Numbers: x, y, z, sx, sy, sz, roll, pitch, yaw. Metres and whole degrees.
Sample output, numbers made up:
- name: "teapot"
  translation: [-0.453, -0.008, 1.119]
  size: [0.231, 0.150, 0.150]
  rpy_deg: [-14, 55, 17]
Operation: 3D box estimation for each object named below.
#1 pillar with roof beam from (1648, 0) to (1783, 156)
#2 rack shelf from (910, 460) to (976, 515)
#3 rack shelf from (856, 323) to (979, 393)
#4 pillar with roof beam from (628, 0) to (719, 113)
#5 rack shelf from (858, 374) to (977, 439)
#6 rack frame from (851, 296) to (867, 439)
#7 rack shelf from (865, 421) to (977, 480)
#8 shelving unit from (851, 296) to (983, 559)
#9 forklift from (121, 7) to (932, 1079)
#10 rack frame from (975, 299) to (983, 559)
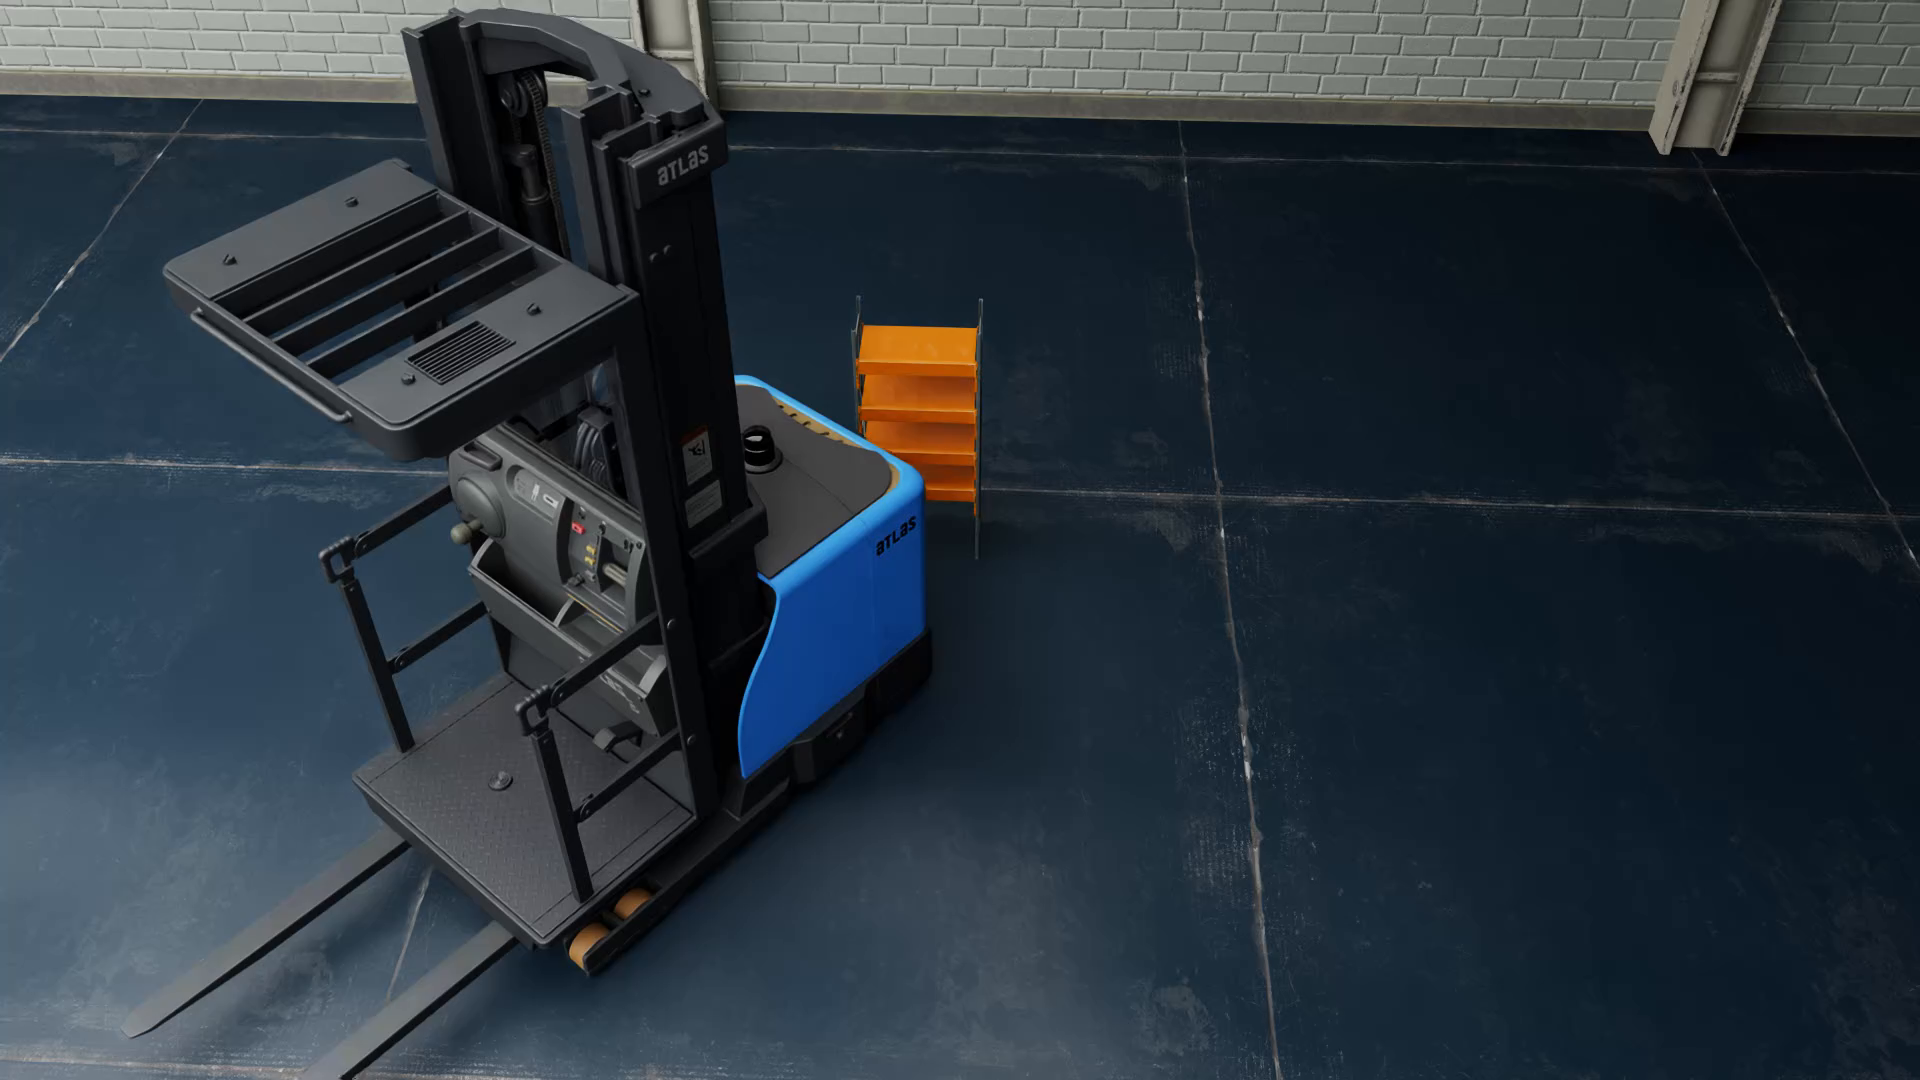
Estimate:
- name: "pillar with roof beam"
  translation: [4.126, -2.726, 3.660]
  size: [0.400, 9.000, 9.100]
  rpy_deg: [2, 43, 2]
- name: "rack shelf"
  translation: [-0.165, -0.250, 7.113]
  size: [0.480, 0.148, 0.258]
  rpy_deg: [2, 43, 2]
- name: "rack shelf"
  translation: [-0.165, -0.732, 6.664]
  size: [0.480, 0.148, 0.258]
  rpy_deg: [2, 43, 2]
- name: "pillar with roof beam"
  translation: [-1.868, -2.911, 3.858]
  size: [0.400, 9.000, 9.100]
  rpy_deg: [2, 43, 2]
- name: "rack shelf"
  translation: [-0.165, -0.559, 6.825]
  size: [0.480, 0.148, 0.258]
  rpy_deg: [2, 43, 2]
- name: "rack frame"
  translation: [-0.409, -0.452, 6.940]
  size: [0.015, 1.200, 0.240]
  rpy_deg: [2, 43, 2]
- name: "rack shelf"
  translation: [-0.165, -0.395, 6.978]
  size: [0.480, 0.148, 0.258]
  rpy_deg: [2, 43, 2]
- name: "shelving unit"
  translation: [-0.165, -0.444, 6.932]
  size: [0.503, 1.200, 0.258]
  rpy_deg: [2, 43, 2]
- name: "forklift"
  translation: [-1.454, 0.020, 5.163]
  size: [1.130, 2.935, 3.031]
  rpy_deg: [30, 51, 28]
- name: "rack frame"
  translation: [0.078, -0.437, 6.924]
  size: [0.015, 1.200, 0.240]
  rpy_deg: [2, 43, 2]
